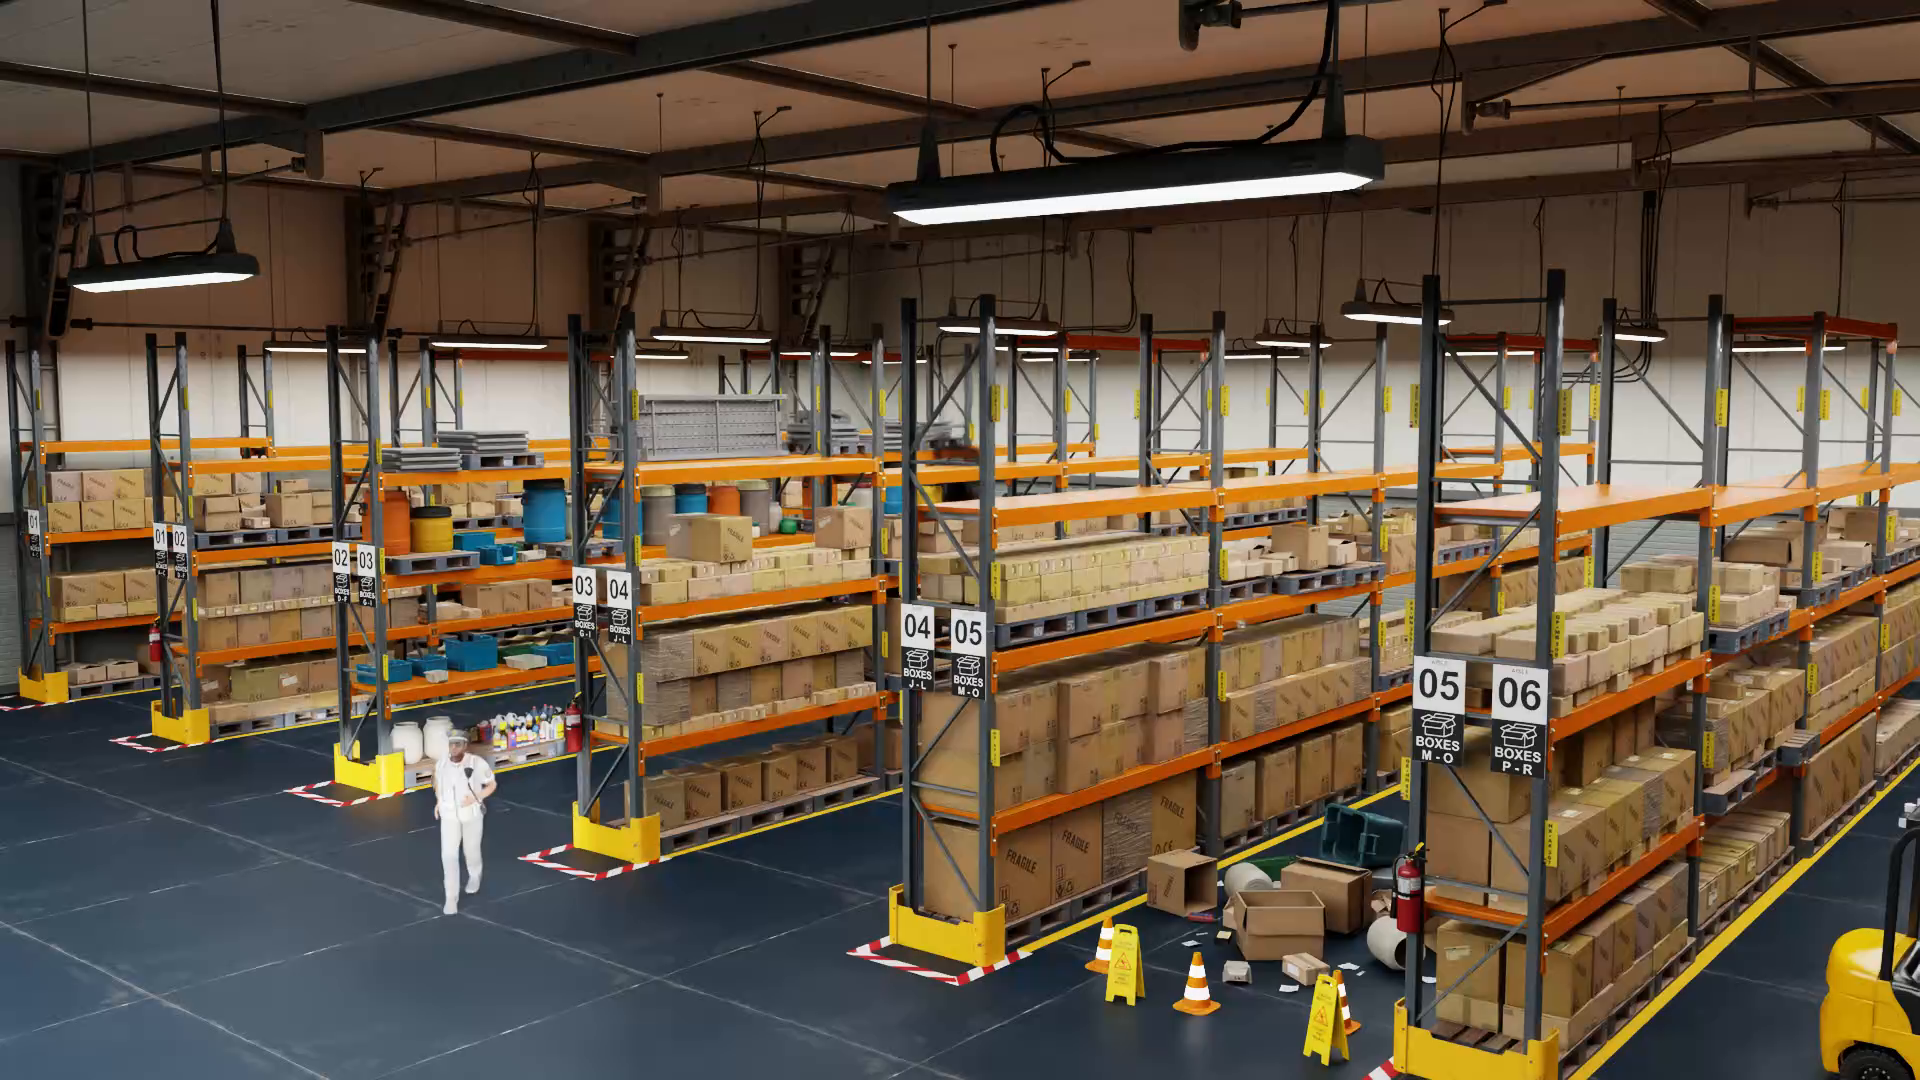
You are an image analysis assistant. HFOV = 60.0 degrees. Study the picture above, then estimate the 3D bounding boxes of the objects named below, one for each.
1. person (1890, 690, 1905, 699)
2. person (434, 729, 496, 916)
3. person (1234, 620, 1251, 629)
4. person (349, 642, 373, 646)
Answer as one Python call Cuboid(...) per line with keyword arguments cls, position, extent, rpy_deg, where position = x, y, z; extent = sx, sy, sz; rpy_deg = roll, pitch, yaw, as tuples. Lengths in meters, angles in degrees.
Cuboid(cls="person", position=(14.475, 1.969, 25.851), extent=(0.696, 1.724, 0.673), rpy_deg=(-4, 6, -37))
Cuboid(cls="person", position=(-4.991, 2.783, 16.709), extent=(0.621, 1.843, 0.798), rpy_deg=(0, 5, -5))
Cuboid(cls="person", position=(3.994, 1.973, 23.218), extent=(0.813, 1.724, 0.573), rpy_deg=(-5, 7, -43))
Cuboid(cls="person", position=(-10.327, 1.743, 28.735), extent=(0.646, 1.677, 0.580), rpy_deg=(3, 6, 32))
